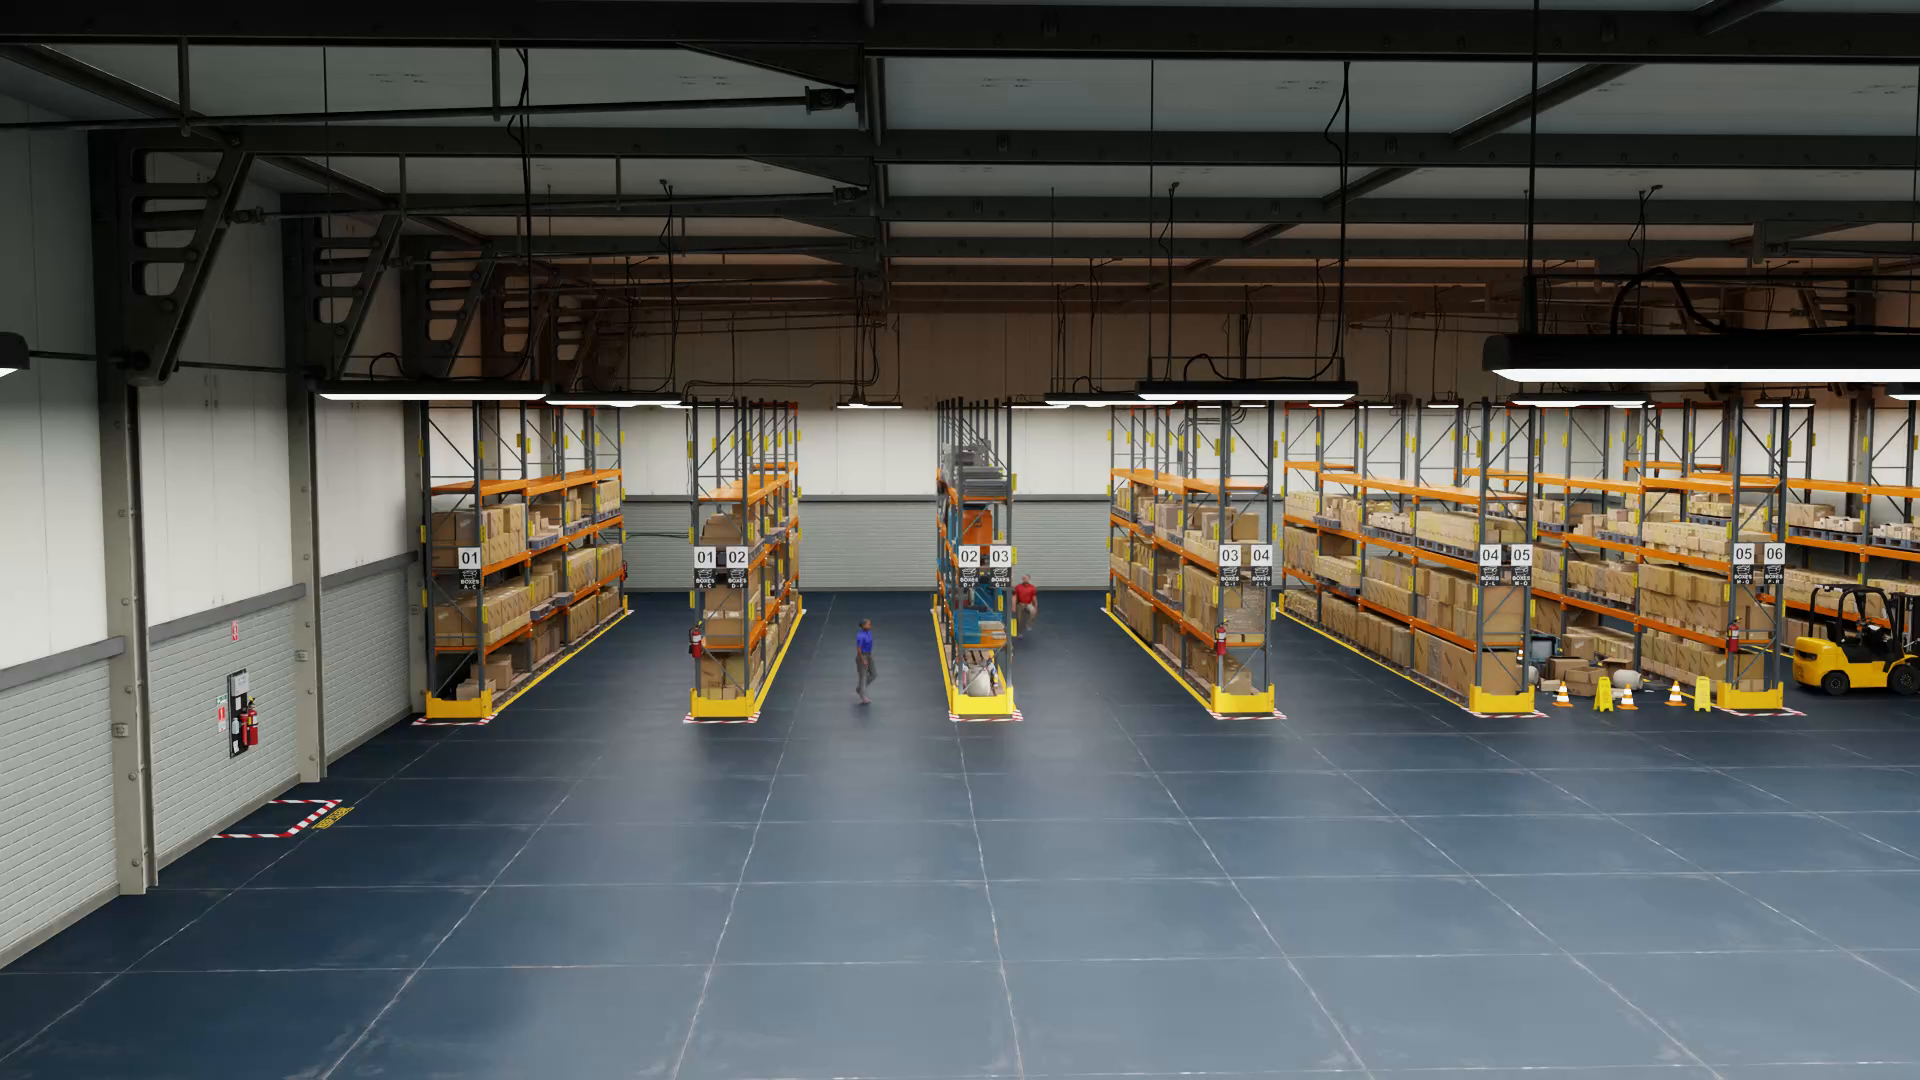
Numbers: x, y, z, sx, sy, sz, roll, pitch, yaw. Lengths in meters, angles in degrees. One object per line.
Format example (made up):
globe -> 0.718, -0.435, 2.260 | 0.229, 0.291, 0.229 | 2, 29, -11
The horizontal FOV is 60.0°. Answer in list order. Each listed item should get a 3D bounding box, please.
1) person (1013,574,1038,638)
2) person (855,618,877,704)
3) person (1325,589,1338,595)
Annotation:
person -> 1.633, 1.667, 41.399 | 0.650, 1.620, 1.048 | 0, 4, 1
person -> -1.874, 2.363, 32.830 | 0.541, 1.660, 0.545 | 2, 5, 25
person -> 10.929, 1.118, 48.600 | 0.402, 1.747, 0.559 | -1, 4, -11
